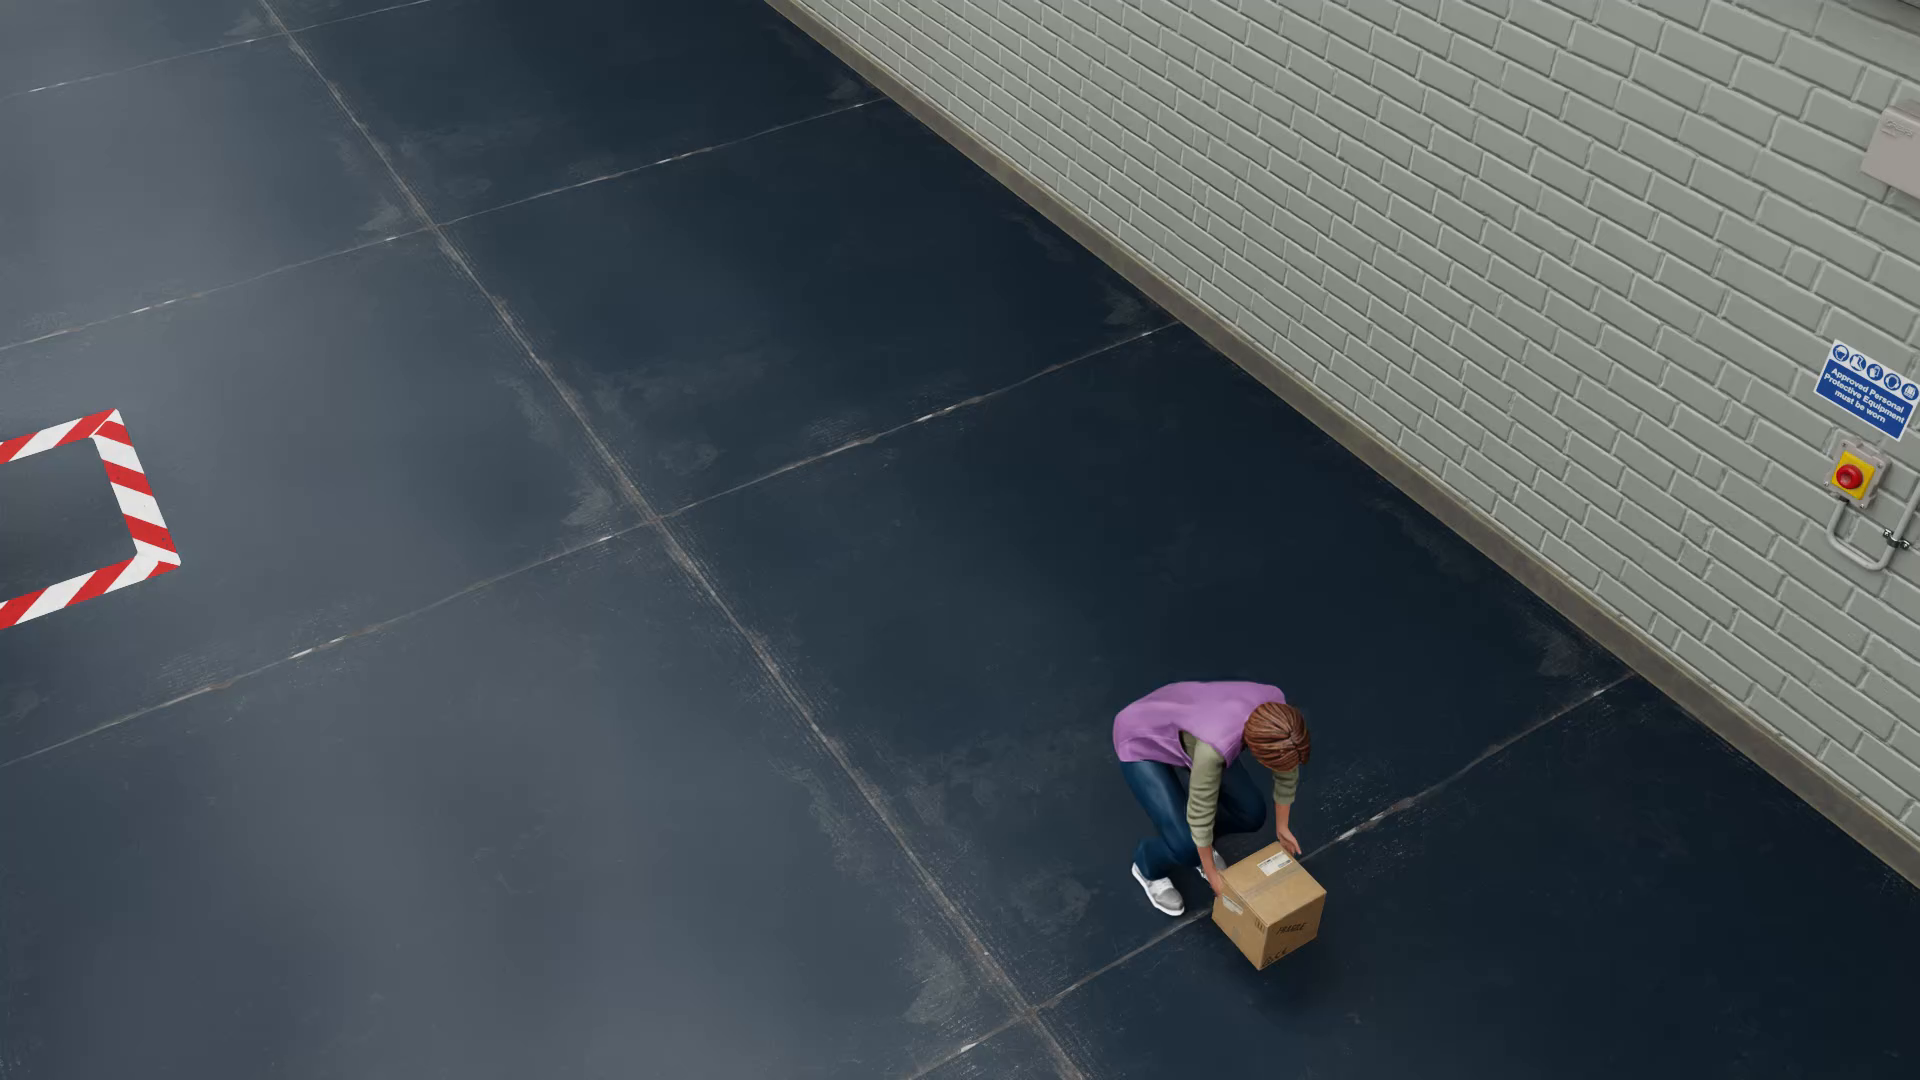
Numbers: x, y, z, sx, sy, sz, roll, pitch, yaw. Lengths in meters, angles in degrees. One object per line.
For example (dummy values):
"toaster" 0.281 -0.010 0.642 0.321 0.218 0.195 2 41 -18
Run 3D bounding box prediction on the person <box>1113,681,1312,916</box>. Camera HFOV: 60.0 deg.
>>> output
"person" 0.843 0.816 5.620 0.461 1.097 0.738 -23 46 -24
